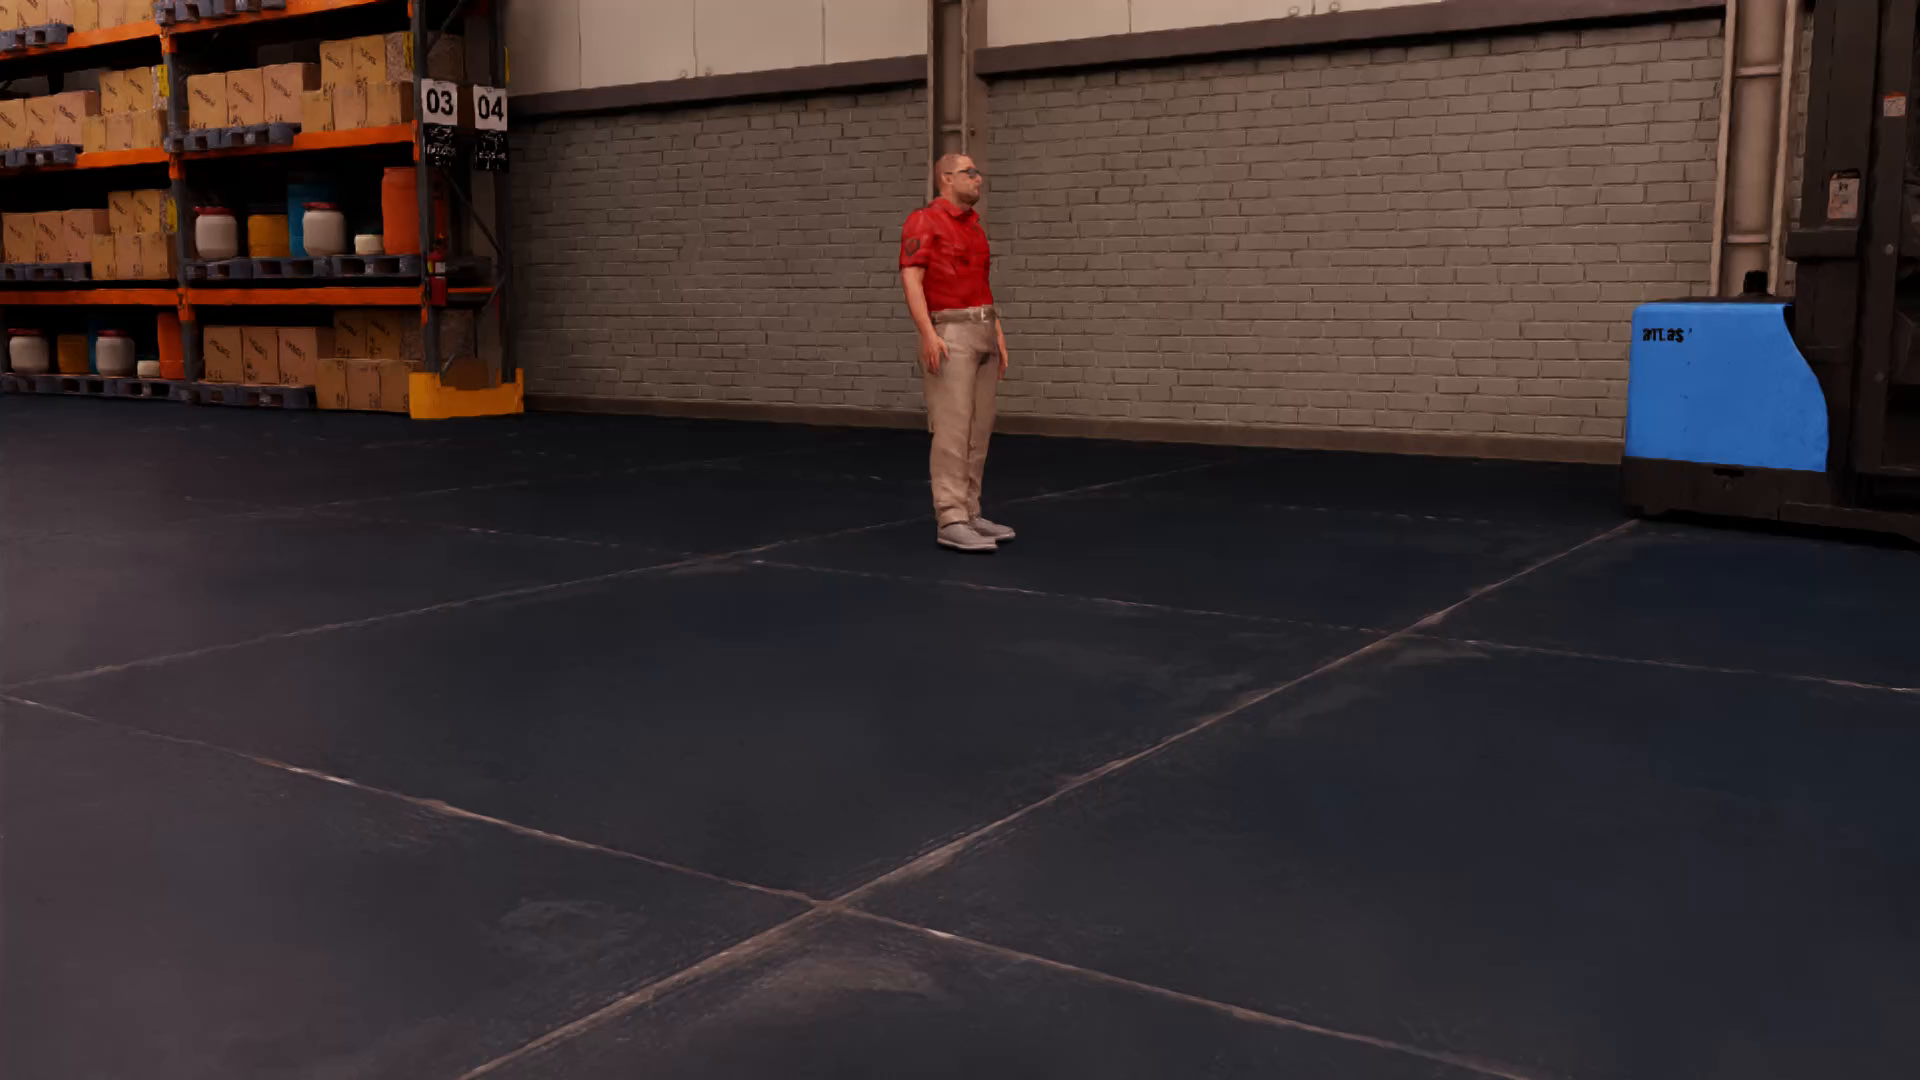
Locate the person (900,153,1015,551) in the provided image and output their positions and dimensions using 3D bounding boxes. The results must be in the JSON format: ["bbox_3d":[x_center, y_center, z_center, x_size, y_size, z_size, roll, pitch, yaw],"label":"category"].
[{"bbox_3d":[0.071,-0.854,7.419,0.542,1.726,0.640,5,10,34],"label":"person"}]

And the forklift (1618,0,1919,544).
[{"bbox_3d":[4.609,-1.441,7.325,1.130,2.935,3.031,-6,10,-36],"label":"forklift"}]
